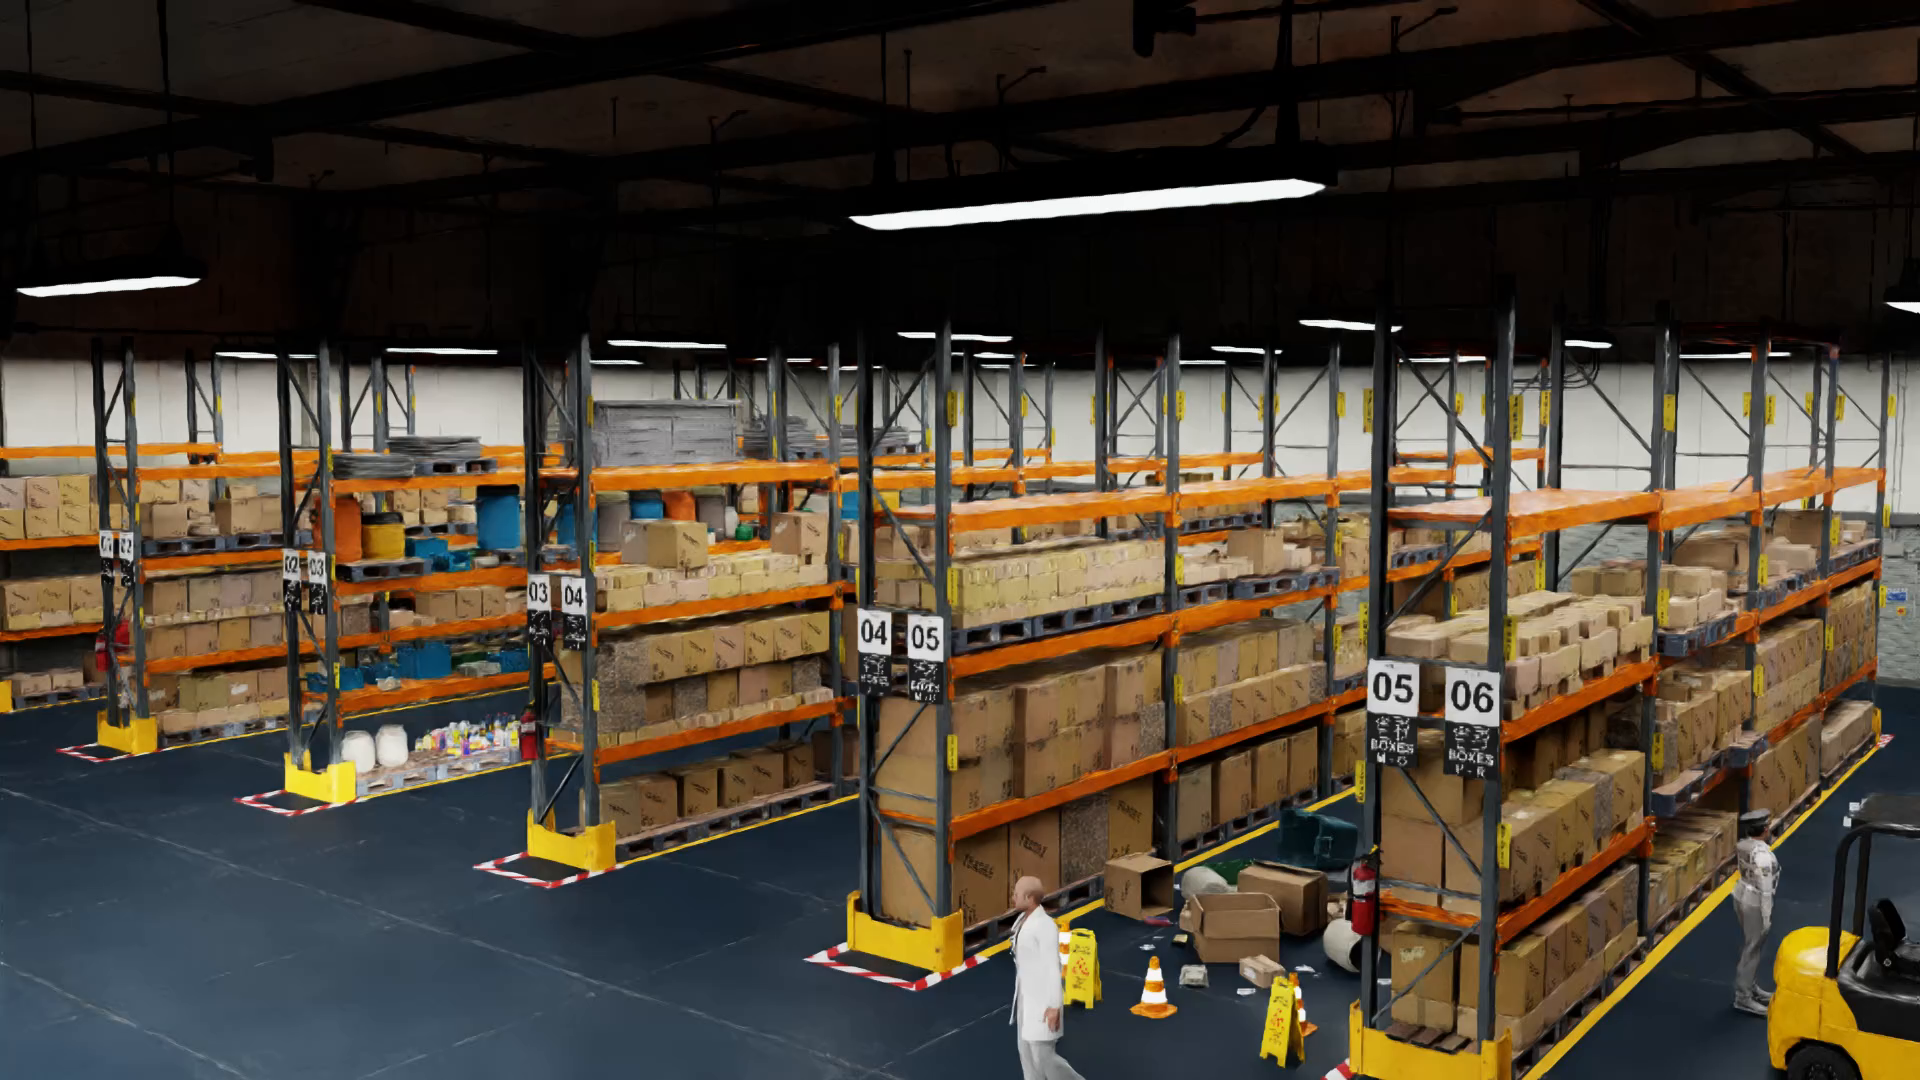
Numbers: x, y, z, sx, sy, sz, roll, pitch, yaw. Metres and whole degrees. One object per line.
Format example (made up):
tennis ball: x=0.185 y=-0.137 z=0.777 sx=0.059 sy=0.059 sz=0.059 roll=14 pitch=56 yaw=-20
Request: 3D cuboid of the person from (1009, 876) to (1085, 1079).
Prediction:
person: x=0.637 y=3.310 z=11.824 sx=0.597 sy=1.664 sz=0.624 roll=-2 pitch=5 yaw=-17

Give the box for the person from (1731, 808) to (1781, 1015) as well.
person: x=6.724 y=3.099 z=14.001 sx=0.409 sy=1.677 sz=0.532 roll=1 pitch=5 yaw=6

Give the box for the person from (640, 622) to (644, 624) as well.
person: x=-5.306 y=1.882 z=28.686 sx=0.625 sy=1.596 sz=0.517 roll=3 pitch=6 yaw=35

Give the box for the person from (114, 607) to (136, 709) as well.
person: x=-13.864 y=1.932 z=27.587 sx=0.586 sy=1.679 sz=0.973 roll=1 pitch=5 yaw=15
